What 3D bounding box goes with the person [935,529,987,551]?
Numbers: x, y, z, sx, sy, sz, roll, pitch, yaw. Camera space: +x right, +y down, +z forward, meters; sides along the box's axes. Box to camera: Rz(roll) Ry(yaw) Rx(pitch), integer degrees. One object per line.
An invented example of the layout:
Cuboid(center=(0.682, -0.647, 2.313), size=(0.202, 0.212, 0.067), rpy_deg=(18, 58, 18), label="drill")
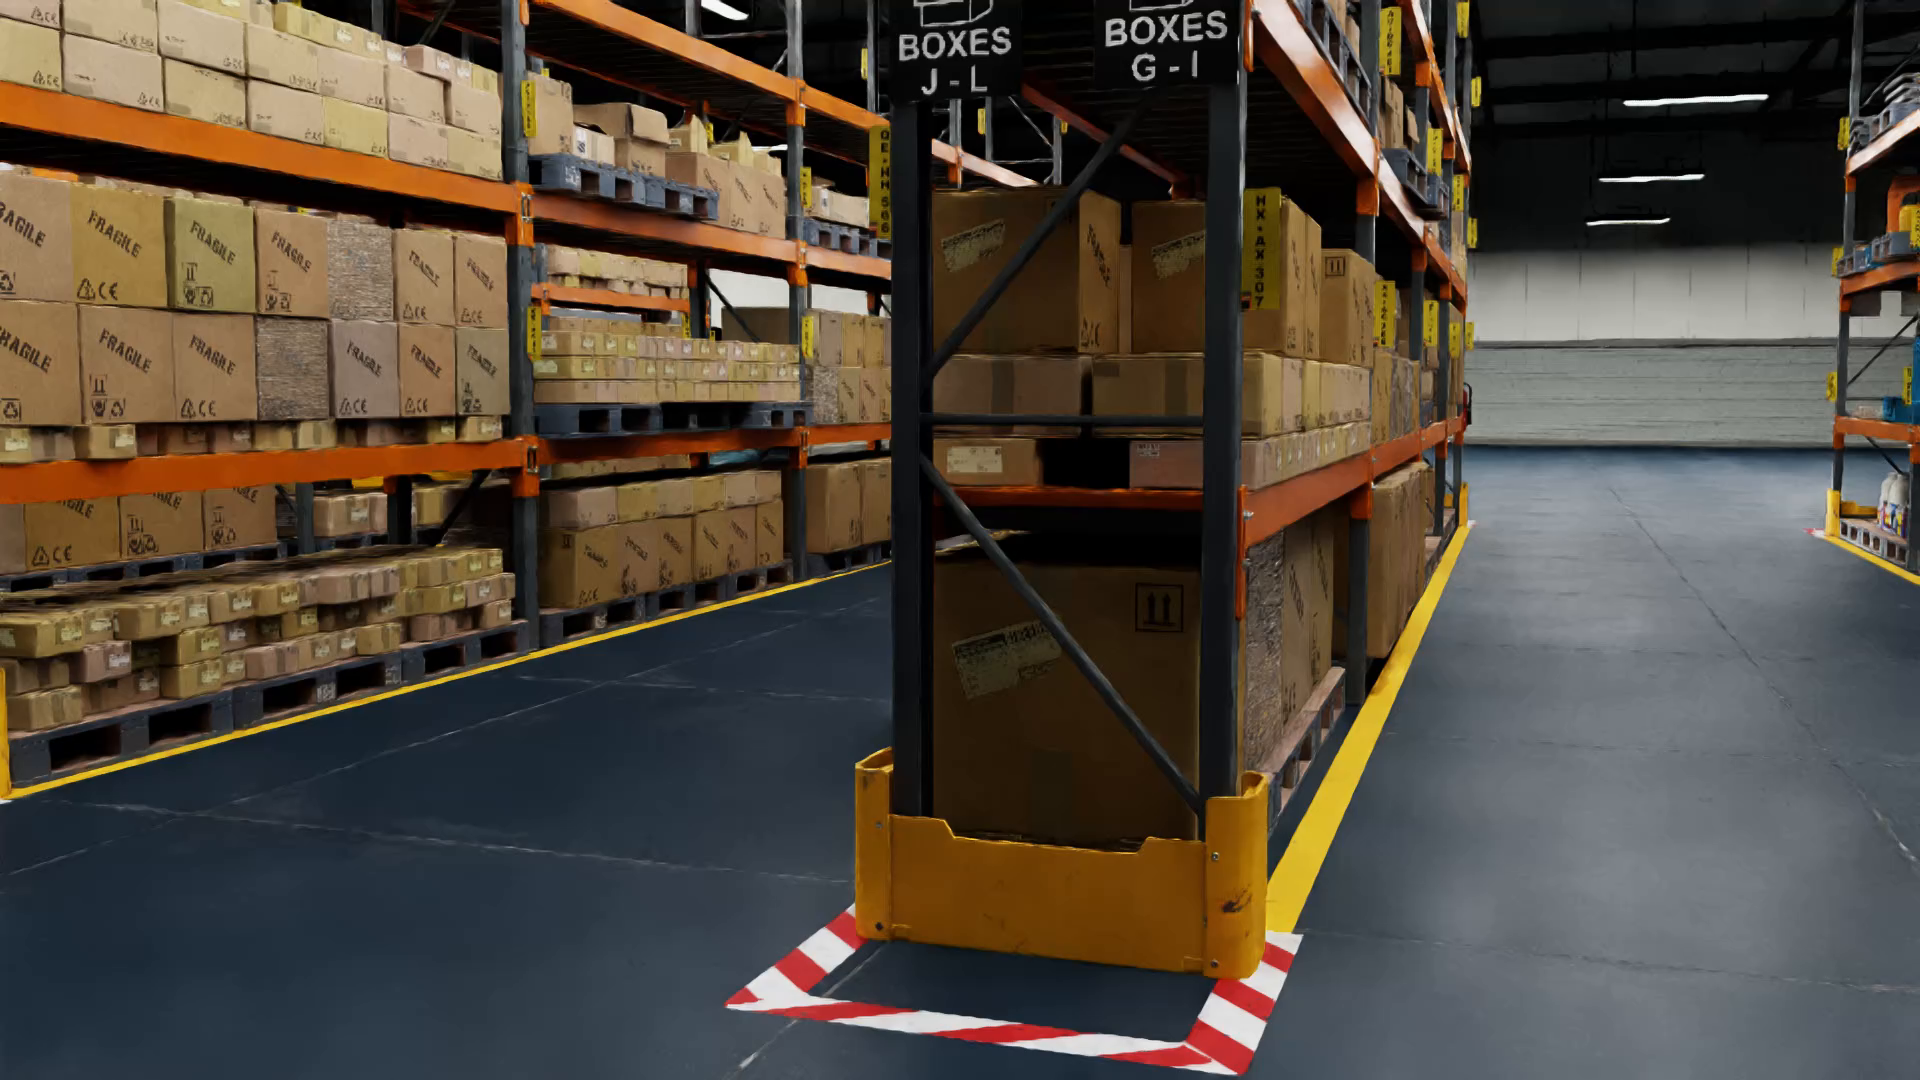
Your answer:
Cuboid(center=(-0.075, -0.056, 8.511), size=(0.528, 1.788, 0.469), rpy_deg=(2, 5, 20), label="person")
